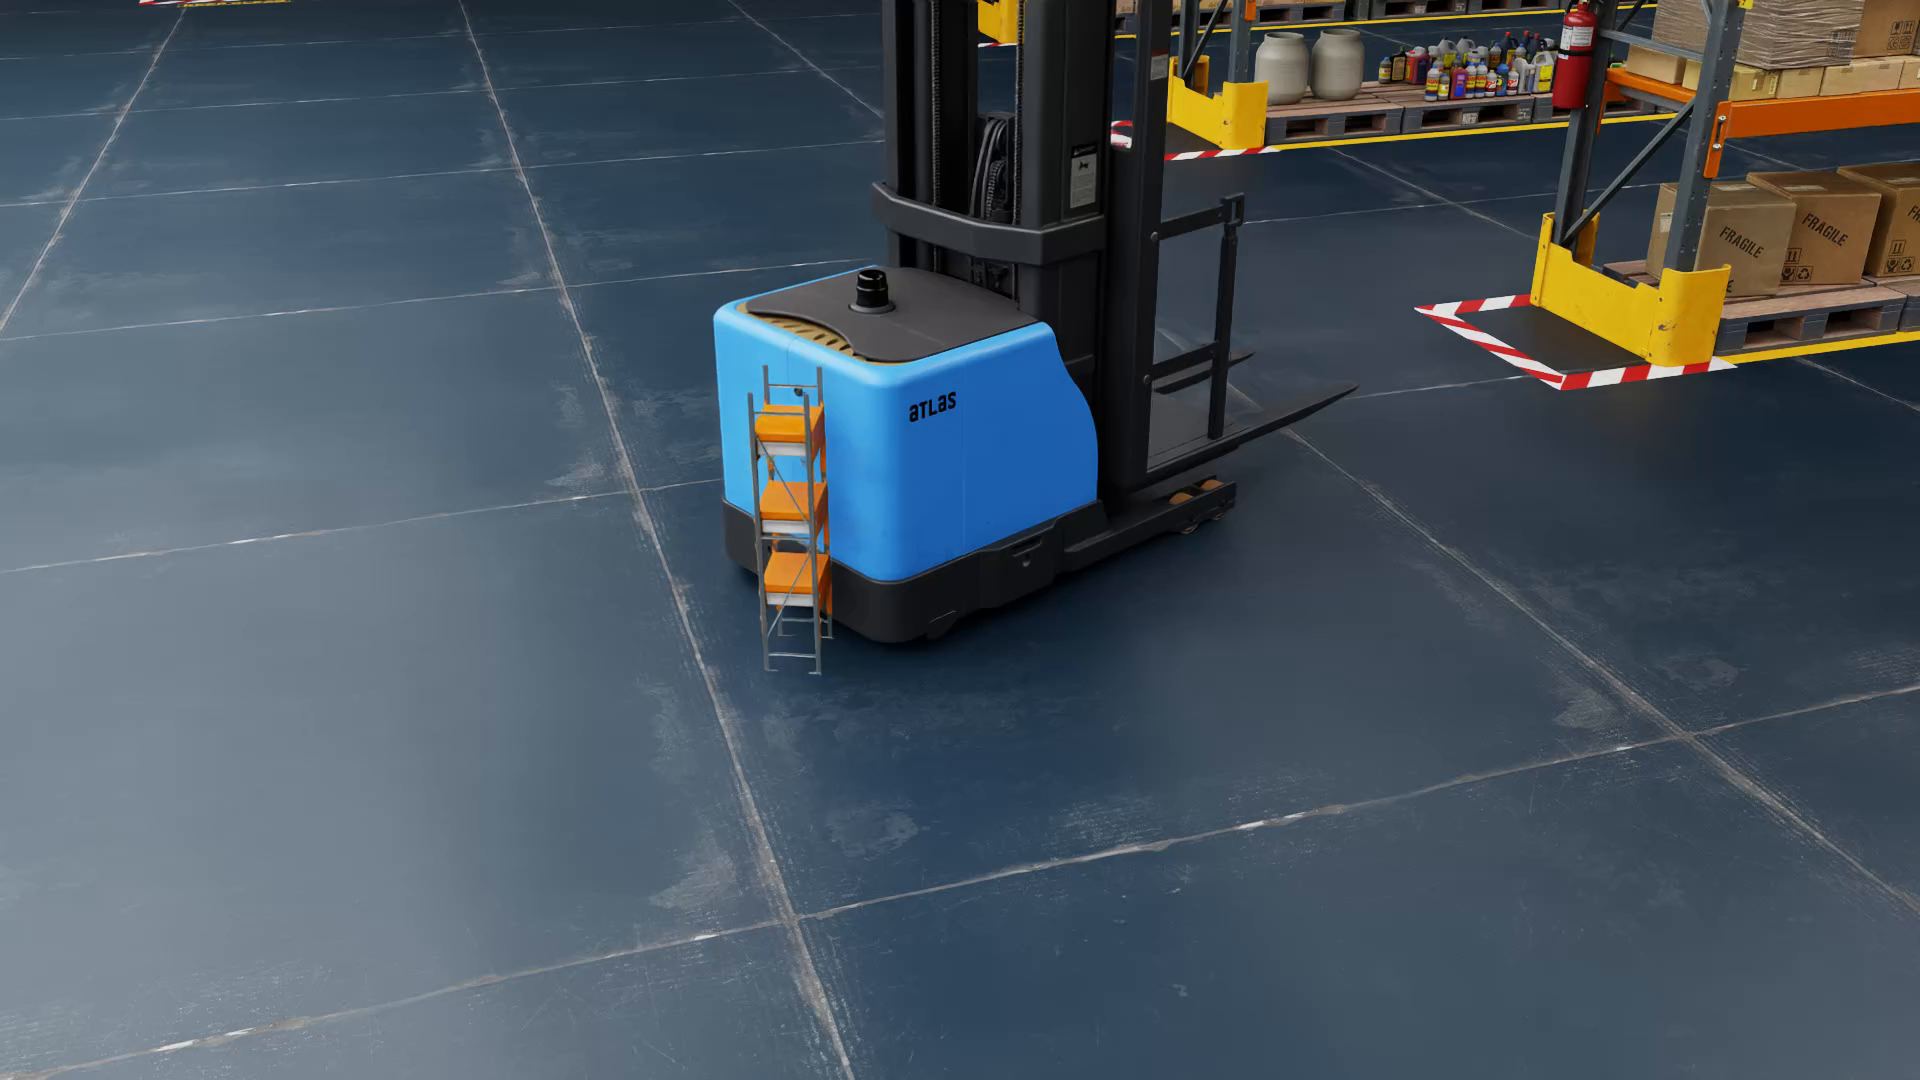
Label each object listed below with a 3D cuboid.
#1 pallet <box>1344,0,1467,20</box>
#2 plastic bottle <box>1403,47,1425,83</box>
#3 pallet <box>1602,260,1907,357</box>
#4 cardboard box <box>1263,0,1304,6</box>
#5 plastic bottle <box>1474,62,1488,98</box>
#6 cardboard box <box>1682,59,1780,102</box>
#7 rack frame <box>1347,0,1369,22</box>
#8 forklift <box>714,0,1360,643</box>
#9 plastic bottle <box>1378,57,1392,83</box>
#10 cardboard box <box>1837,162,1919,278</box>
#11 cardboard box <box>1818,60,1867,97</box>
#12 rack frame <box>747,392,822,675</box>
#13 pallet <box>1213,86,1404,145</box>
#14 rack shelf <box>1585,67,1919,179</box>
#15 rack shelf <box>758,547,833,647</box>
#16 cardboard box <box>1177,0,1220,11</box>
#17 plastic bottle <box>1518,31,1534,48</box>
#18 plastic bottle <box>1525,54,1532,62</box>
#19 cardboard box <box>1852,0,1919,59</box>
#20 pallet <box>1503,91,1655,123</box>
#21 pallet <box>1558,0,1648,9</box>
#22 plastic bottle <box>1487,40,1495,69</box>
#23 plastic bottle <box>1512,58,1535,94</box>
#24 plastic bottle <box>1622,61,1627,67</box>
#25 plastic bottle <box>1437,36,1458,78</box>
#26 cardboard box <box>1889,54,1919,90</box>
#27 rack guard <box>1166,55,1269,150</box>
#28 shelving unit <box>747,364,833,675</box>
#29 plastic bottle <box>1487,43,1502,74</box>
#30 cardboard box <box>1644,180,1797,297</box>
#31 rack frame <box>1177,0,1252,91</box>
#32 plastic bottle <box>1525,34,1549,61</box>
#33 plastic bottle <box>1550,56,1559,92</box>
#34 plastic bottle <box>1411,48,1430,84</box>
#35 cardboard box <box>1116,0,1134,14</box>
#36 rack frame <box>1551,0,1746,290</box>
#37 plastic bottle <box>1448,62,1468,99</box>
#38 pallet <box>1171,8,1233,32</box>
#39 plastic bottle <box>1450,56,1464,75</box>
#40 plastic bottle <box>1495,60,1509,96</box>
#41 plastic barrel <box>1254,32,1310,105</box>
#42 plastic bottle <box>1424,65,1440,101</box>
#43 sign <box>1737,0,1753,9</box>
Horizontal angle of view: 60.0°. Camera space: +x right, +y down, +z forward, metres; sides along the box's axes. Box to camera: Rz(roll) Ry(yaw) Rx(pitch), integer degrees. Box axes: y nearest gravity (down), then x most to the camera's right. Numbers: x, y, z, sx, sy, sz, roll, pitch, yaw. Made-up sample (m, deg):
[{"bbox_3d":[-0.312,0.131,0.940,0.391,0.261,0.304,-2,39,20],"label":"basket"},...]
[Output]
[{"bbox_3d":[4.933,-6.092,18.783,1.213,0.211,1.003,-8,28,-16],"label":"pallet"},{"bbox_3d":[3.830,-4.015,14.033,0.135,0.276,0.152,-8,28,-16],"label":"plastic bottle"},{"bbox_3d":[4.361,-1.341,9.214,1.213,0.211,1.003,-8,28,-16],"label":"pallet"},{"bbox_3d":[3.392,-5.958,17.998,0.500,0.250,0.500,-8,28,-16],"label":"cardboard box"},{"bbox_3d":[4.213,-3.731,13.465,0.097,0.271,0.097,0,26,0],"label":"plastic bottle"},{"bbox_3d":[3.850,-2.309,8.309,0.250,0.149,0.380,-8,28,-16],"label":"cardboard box"},{"bbox_3d":[4.244,-7.223,17.925,0.127,3.000,1.000,-8,28,-16],"label":"rack frame"},{"bbox_3d":[0.512,-1.491,6.457,3.031,2.935,1.130,-22,34,-37],"label":"forklift"},{"bbox_3d":[3.582,-3.959,14.003,0.097,0.201,0.097,0,26,0],"label":"plastic bottle"},{"bbox_3d":[5.263,-1.805,9.351,0.500,0.500,0.500,-6,27,-11],"label":"cardboard box"},{"bbox_3d":[4.336,-2.363,8.419,0.250,0.149,0.380,-8,28,-16],"label":"cardboard box"},{"bbox_3d":[-0.584,-0.004,5.577,0.200,1.050,0.008,2,27,5],"label":"rack frame"},{"bbox_3d":[2.803,-3.468,13.498,1.213,0.211,1.003,-8,28,-16],"label":"pallet"},{"bbox_3d":[5.407,-2.436,9.092,4.000,0.370,1.077,-8,28,-16],"label":"rack shelf"},{"bbox_3d":[-0.572,0.198,5.816,0.215,0.259,0.240,2,27,5],"label":"rack shelf"},{"bbox_3d":[2.446,-5.814,17.707,0.500,0.250,0.500,-8,28,-16],"label":"cardboard box"},{"bbox_3d":[4.878,-4.203,14.326,0.185,0.351,0.144,-7,27,-15],"label":"plastic bottle"},{"bbox_3d":[4.706,-3.866,13.725,0.133,0.283,0.061,-8,28,-16],"label":"plastic bottle"},{"bbox_3d":[4.475,-2.844,8.659,0.500,0.500,0.875,-8,28,-16],"label":"cardboard box"},{"bbox_3d":[5.123,-3.804,14.175,1.213,0.211,1.003,-8,28,-16],"label":"pallet"},{"bbox_3d":[7.253,-6.427,19.459,1.213,0.211,1.003,-8,28,-16],"label":"pallet"},{"bbox_3d":[4.529,-4.141,14.278,0.133,0.283,0.061,-7,27,-14],"label":"plastic bottle"},{"bbox_3d":[4.606,-3.803,13.605,0.135,0.276,0.152,-8,27,-15],"label":"plastic bottle"},{"bbox_3d":[5.526,-3.890,13.864,0.097,0.201,0.097,0,26,0],"label":"plastic bottle"},{"bbox_3d":[4.118,-4.092,14.104,0.185,0.351,0.144,-7,27,-14],"label":"plastic bottle"},{"bbox_3d":[4.807,-2.438,8.569,0.250,0.149,0.380,-8,28,-16],"label":"cardboard box"},{"bbox_3d":[2.029,-3.488,13.213,0.348,0.500,1.175,-8,28,-16],"label":"rack guard"},{"bbox_3d":[-0.572,-0.059,5.685,0.215,1.050,0.252,2,27,5],"label":"shelving unit"},{"bbox_3d":[4.571,-4.105,14.219,0.097,0.271,0.097,0,26,0],"label":"plastic bottle"},{"bbox_3d":[4.104,-1.630,8.999,0.500,0.500,0.500,-3,27,-7],"label":"cardboard box"},{"bbox_3d":[1.971,-4.577,12.596,0.127,3.000,1.000,-8,28,-16],"label":"rack frame"},{"bbox_3d":[4.923,-4.142,14.203,0.185,0.351,0.144,-8,28,-16],"label":"plastic bottle"},{"bbox_3d":[4.927,-3.831,13.654,0.133,0.283,0.061,-6,27,-13],"label":"plastic bottle"},{"bbox_3d":[3.863,-3.974,13.941,0.133,0.283,0.061,-8,28,-16],"label":"plastic bottle"},{"bbox_3d":[1.494,-5.678,17.435,0.500,0.250,0.500,-8,28,-16],"label":"cardboard box"},{"bbox_3d":[3.505,-2.483,8.378,0.127,3.000,1.000,-8,28,-16],"label":"rack frame"},{"bbox_3d":[4.012,-3.699,13.387,0.133,0.283,0.061,-8,27,-15],"label":"plastic bottle"},{"bbox_3d":[2.313,-5.712,18.018,1.213,0.211,1.003,-8,28,-16],"label":"pallet"},{"bbox_3d":[4.197,-3.980,14.047,0.097,0.201,0.097,0,26,0],"label":"plastic bottle"},{"bbox_3d":[4.405,-3.759,13.521,0.097,0.271,0.097,0,26,0],"label":"plastic bottle"},{"bbox_3d":[2.573,-3.774,13.303,0.421,0.512,0.421,0,26,0],"label":"plastic barrel"},{"bbox_3d":[3.792,-3.670,13.342,0.097,0.271,0.097,0,26,0],"label":"plastic bottle"},{"bbox_3d":[3.673,-2.641,7.723,0.005,0.325,0.100,-8,28,-16],"label":"sign"}]
